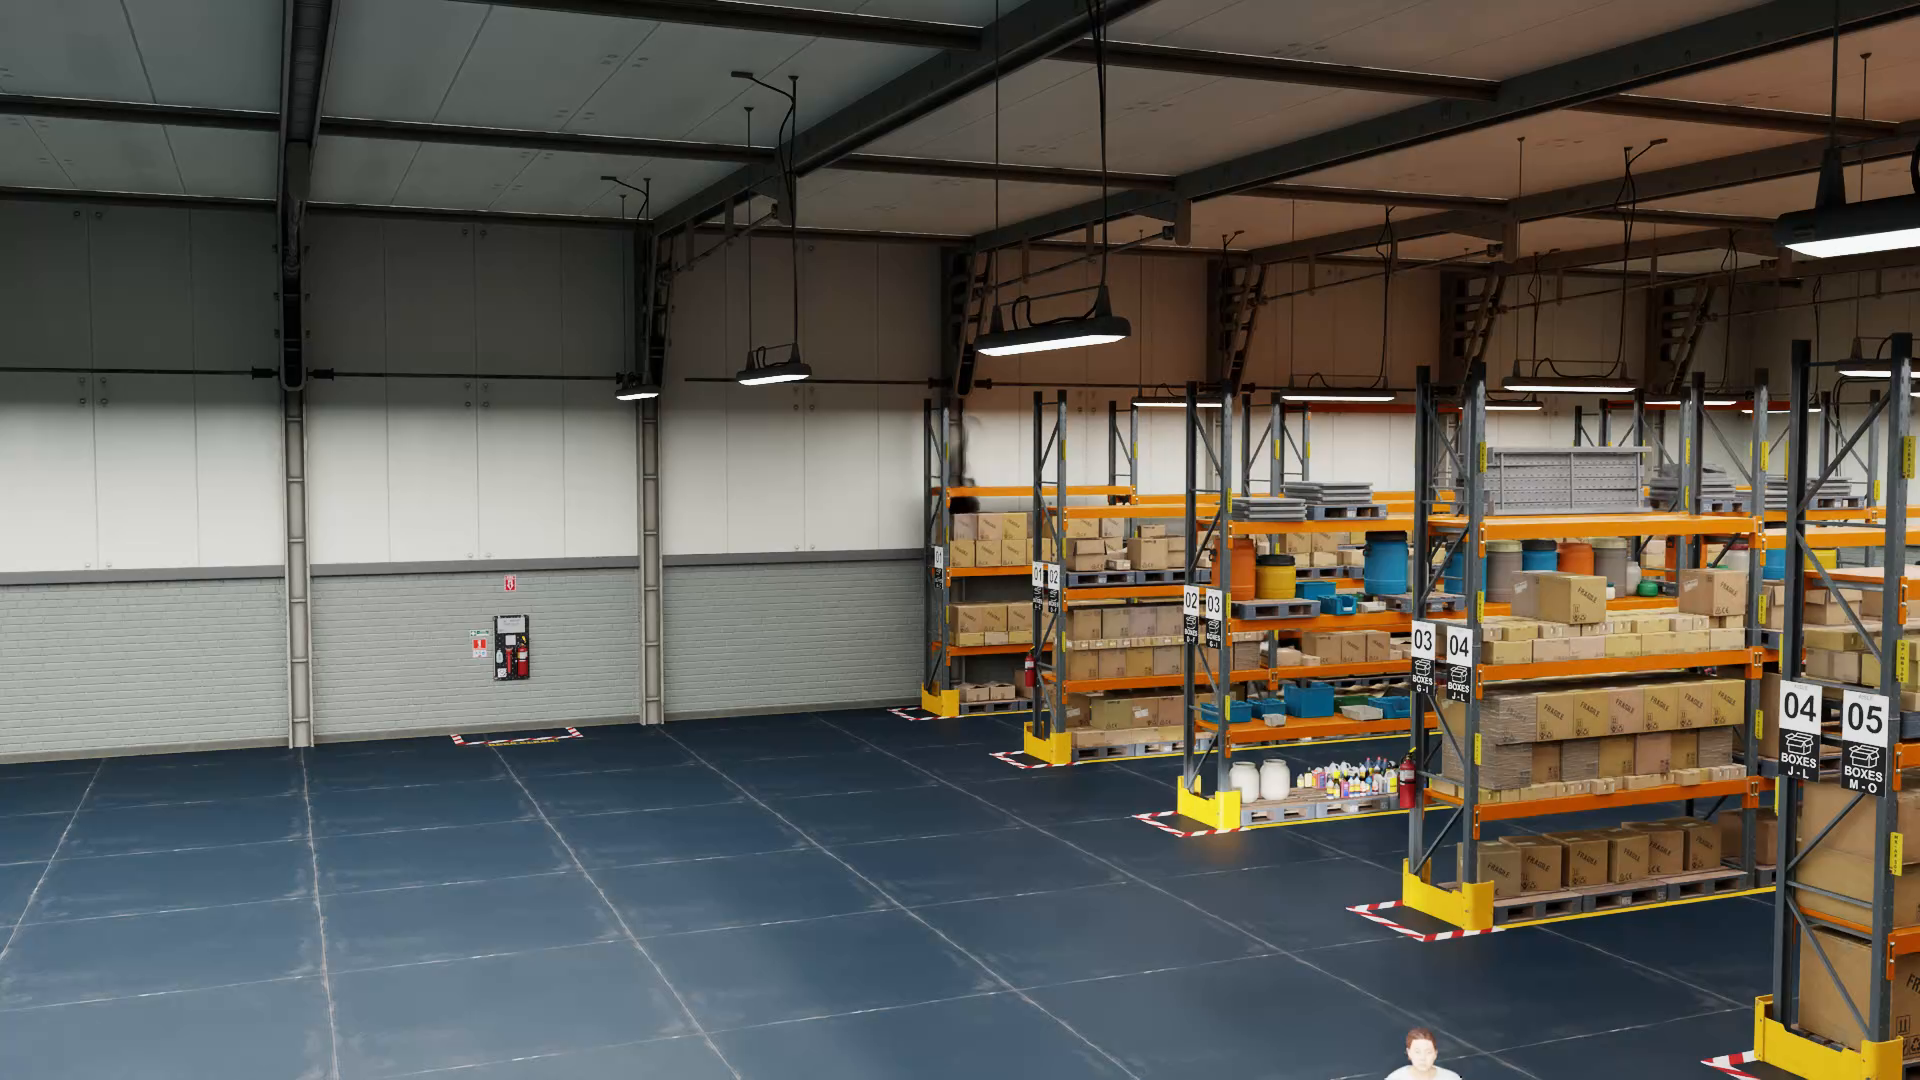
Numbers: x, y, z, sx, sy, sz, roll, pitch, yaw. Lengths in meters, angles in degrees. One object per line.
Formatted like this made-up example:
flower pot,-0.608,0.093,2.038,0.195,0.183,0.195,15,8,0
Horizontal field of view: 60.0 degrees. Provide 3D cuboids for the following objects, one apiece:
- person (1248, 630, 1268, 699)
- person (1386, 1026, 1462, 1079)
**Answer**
person,5.571,2.486,31.012,0.680,1.732,0.701,-1,4,-21
person,2.805,3.745,10.020,0.538,1.626,0.693,1,3,16
